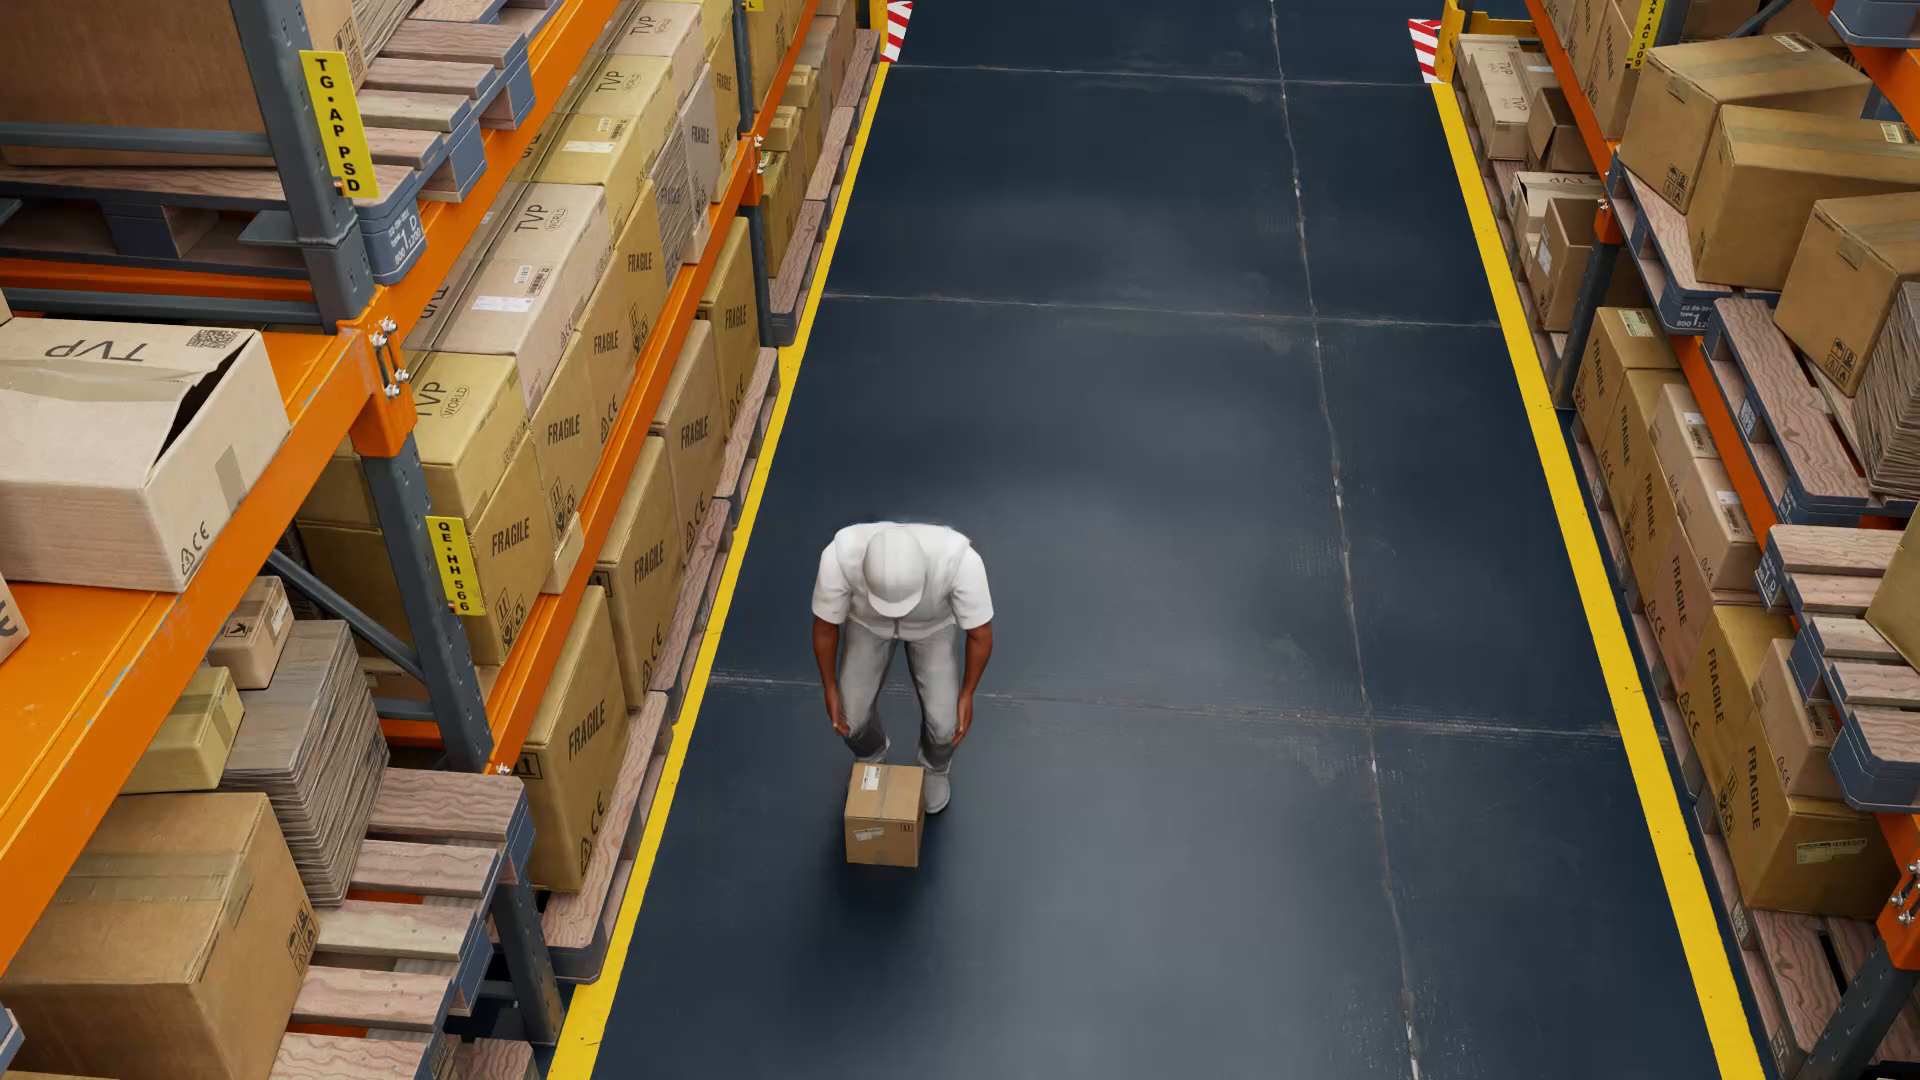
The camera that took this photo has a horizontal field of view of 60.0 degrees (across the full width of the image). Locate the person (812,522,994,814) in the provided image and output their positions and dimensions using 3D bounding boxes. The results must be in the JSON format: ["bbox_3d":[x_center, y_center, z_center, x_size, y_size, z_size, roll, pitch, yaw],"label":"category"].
[{"bbox_3d":[-0.190,0.392,5.907,0.630,1.460,0.727,4,40,5],"label":"person"}]
